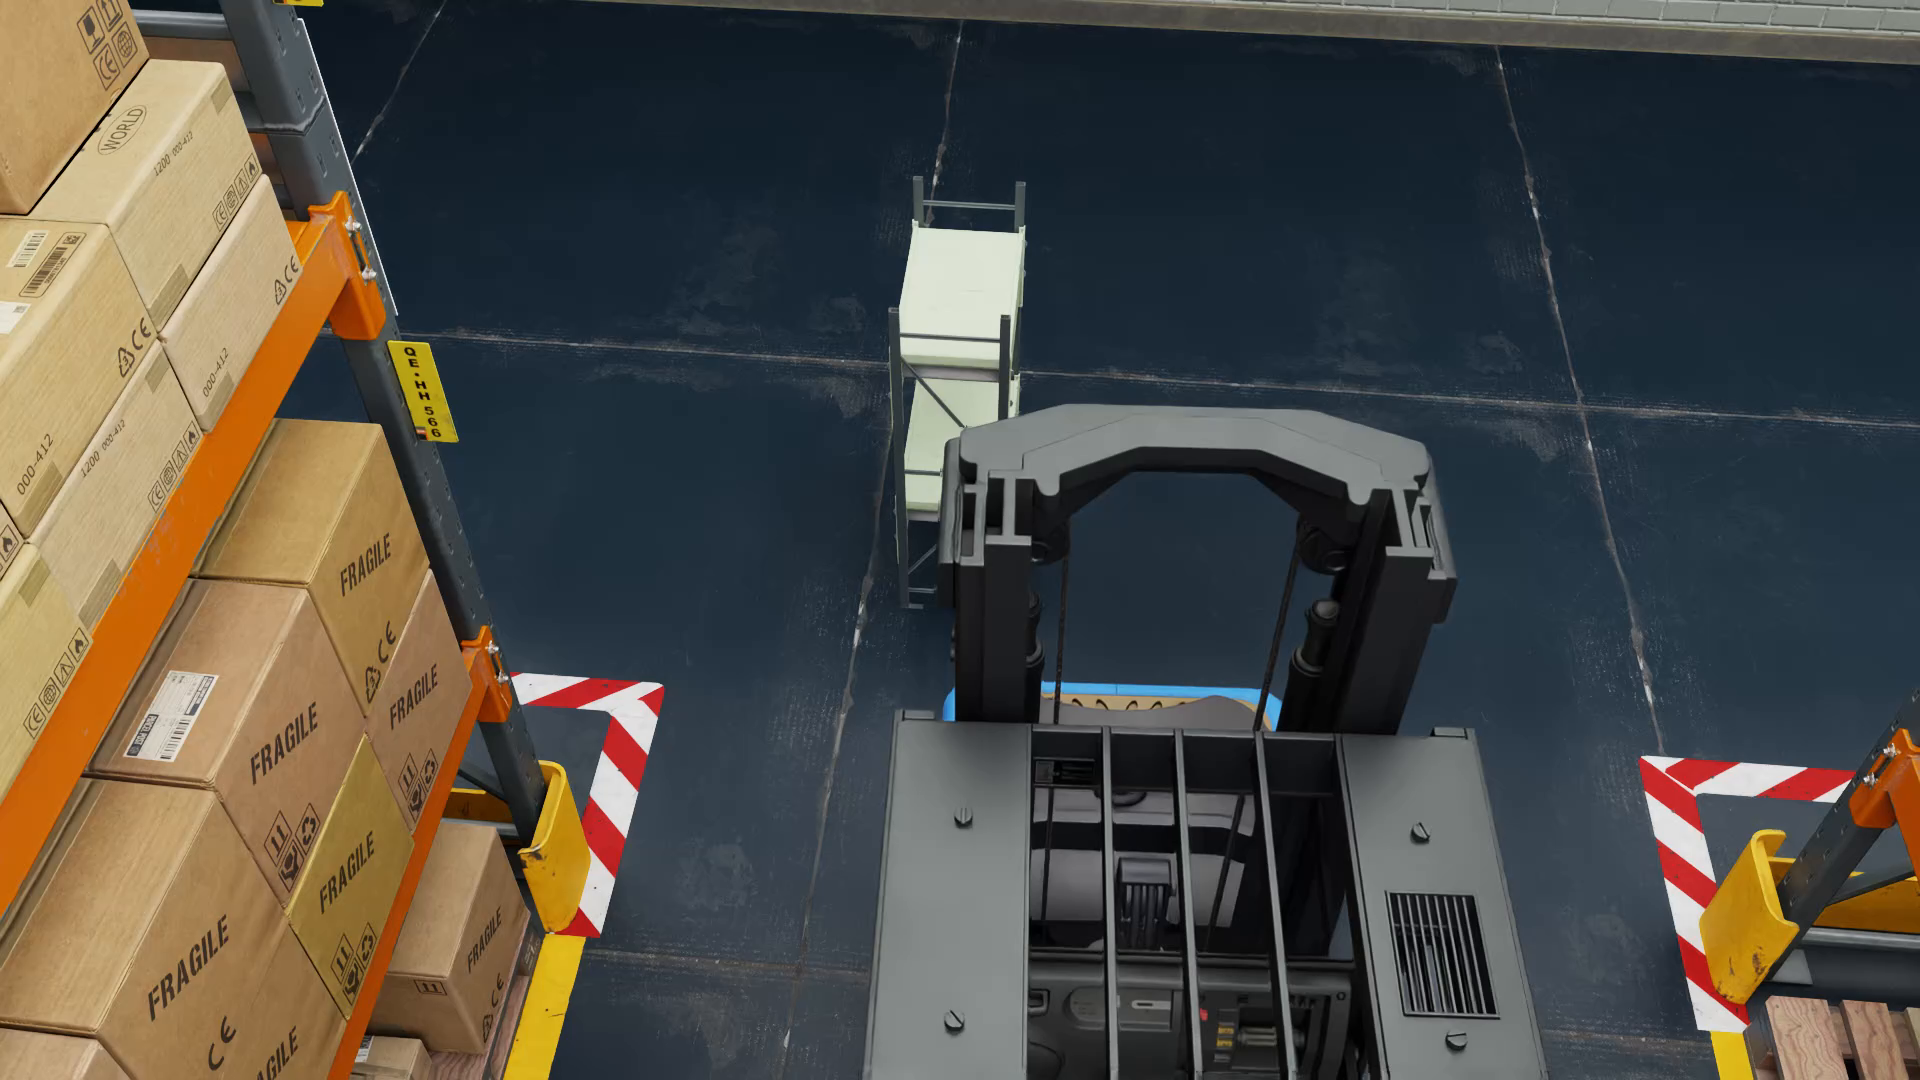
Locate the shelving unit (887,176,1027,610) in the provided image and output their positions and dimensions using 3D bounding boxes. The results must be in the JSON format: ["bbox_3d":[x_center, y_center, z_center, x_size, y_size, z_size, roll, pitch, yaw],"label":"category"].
[{"bbox_3d":[-0.001,-0.501,6.218,0.431,1.500,0.755,4,48,4],"label":"shelving unit"}]

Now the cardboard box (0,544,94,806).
[{"bbox_3d":[-1.737,0.254,2.580,0.500,0.250,0.500,4,48,4],"label":"cardboard box"}]

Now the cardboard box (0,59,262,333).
[{"bbox_3d":[-1.657,-0.650,3.068,0.500,0.250,0.500,4,48,4],"label":"cardboard box"}]

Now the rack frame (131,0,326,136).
[{"bbox_3d":[-1.864,-1.939,2.451,1.000,3.000,0.127,4,48,4],"label":"rack frame"}]

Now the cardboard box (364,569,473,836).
[{"bbox_3d":[-1.634,0.399,4.310,0.500,0.500,0.500,5,48,5],"label":"cardboard box"}]

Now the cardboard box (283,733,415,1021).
[{"bbox_3d":[-1.678,0.781,3.961,0.500,0.500,0.500,4,48,4],"label":"cardboard box"}]

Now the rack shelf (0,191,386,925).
[{"bbox_3d":[-2.046,0.786,2.479,1.077,0.370,4.000,4,48,4],"label":"rack shelf"}]

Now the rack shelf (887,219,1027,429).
[{"bbox_3d":[-0.001,-0.765,5.930,0.431,0.370,0.720,4,48,4],"label":"rack shelf"}]

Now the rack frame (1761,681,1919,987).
[{"bbox_3d":[3.068,0.421,4.358,1.000,3.000,0.127,4,48,4],"label":"rack frame"}]

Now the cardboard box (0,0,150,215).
[{"bbox_3d":[-1.895,-0.919,2.806,0.700,0.500,0.500,4,48,4],"label":"cardboard box"}]

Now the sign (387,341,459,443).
[{"bbox_3d":[-1.313,-0.360,4.074,0.100,0.325,0.005,4,48,4],"label":"sign"}]

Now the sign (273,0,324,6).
[{"bbox_3d":[-1.313,-1.174,3.184,0.100,0.325,0.005,4,48,4],"label":"sign"}]

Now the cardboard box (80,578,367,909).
[{"bbox_3d":[-1.676,0.431,3.603,0.500,0.500,0.500,5,48,5],"label":"cardboard box"}]

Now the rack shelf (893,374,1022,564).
[{"bbox_3d":[-0.001,-0.281,6.459,0.431,0.370,0.720,4,48,4],"label":"rack shelf"}]

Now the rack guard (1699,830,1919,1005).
[{"bbox_3d":[3.058,1.246,5.297,1.175,0.500,0.348,4,48,4],"label":"rack guard"}]

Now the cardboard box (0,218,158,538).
[{"bbox_3d":[-1.702,-0.283,2.732,0.500,0.250,0.500,4,48,4],"label":"cardboard box"}]

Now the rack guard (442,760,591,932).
[{"bbox_3d":[-1.871,0.985,5.536,1.175,0.500,0.348,4,48,4],"label":"rack guard"}]

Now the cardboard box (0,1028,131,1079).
[{"bbox_3d":[-1.765,1.190,2.910,0.500,0.500,0.500,5,48,5],"label":"cardboard box"}]

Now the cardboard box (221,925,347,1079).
[{"bbox_3d":[-1.728,1.147,3.626,0.500,0.500,0.500,4,48,4],"label":"cardboard box"}]

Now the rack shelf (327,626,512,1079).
[{"bbox_3d":[-2.046,1.798,3.586,1.077,0.370,4.000,4,48,4],"label":"rack shelf"}]

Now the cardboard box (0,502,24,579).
[{"bbox_3d":[-1.751,0.084,2.396,0.500,0.250,0.500,4,48,4],"label":"cardboard box"}]

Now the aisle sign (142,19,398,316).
[{"bbox_3d":[-1.553,-0.821,3.733,0.394,0.787,0.004,4,48,4],"label":"aisle sign"}]

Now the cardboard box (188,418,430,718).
[{"bbox_3d":[-1.631,0.060,3.943,0.500,0.500,0.500,3,48,3],"label":"cardboard box"}]

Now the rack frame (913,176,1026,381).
[{"bbox_3d":[0.033,-0.770,6.464,0.400,1.500,0.023,4,48,4],"label":"rack frame"}]

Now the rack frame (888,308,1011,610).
[{"bbox_3d":[-0.034,-0.232,5.972,0.400,1.500,0.023,4,48,4],"label":"rack frame"}]

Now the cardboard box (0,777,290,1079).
[{"bbox_3d":[-1.718,0.812,3.255,0.500,0.500,0.500,5,48,5],"label":"cardboard box"}]

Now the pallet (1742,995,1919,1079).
[{"bbox_3d":[2.955,1.966,4.835,1.003,0.211,1.213,4,48,4],"label":"pallet"}]

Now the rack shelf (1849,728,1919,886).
[{"bbox_3d":[2.886,2.134,3.279,1.077,0.370,4.000,4,48,4],"label":"rack shelf"}]

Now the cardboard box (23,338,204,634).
[{"bbox_3d":[-1.705,-0.114,2.917,0.500,0.250,0.500,4,48,4],"label":"cardboard box"}]

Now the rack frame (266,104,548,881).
[{"bbox_3d":[-1.864,0.085,4.665,1.000,3.000,0.127,4,48,4],"label":"rack frame"}]

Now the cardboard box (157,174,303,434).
[{"bbox_3d":[-1.648,-0.481,3.252,0.500,0.250,0.500,4,48,4],"label":"cardboard box"}]

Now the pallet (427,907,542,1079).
[{"bbox_3d":[-1.943,1.668,5.107,1.003,0.211,1.213,4,48,4],"label":"pallet"}]

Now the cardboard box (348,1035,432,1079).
[{"bbox_3d":[-1.795,1.601,4.901,0.380,0.166,0.250,4,48,4],"label":"cardboard box"}]

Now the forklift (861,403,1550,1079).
[{"bbox_3d":[0.404,1.251,3.645,1.130,2.935,3.031,2,48,2],"label":"forklift"}]

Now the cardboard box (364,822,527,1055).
[{"bbox_3d":[-1.668,1.197,5.044,0.500,0.500,0.500,4,48,4],"label":"cardboard box"}]
